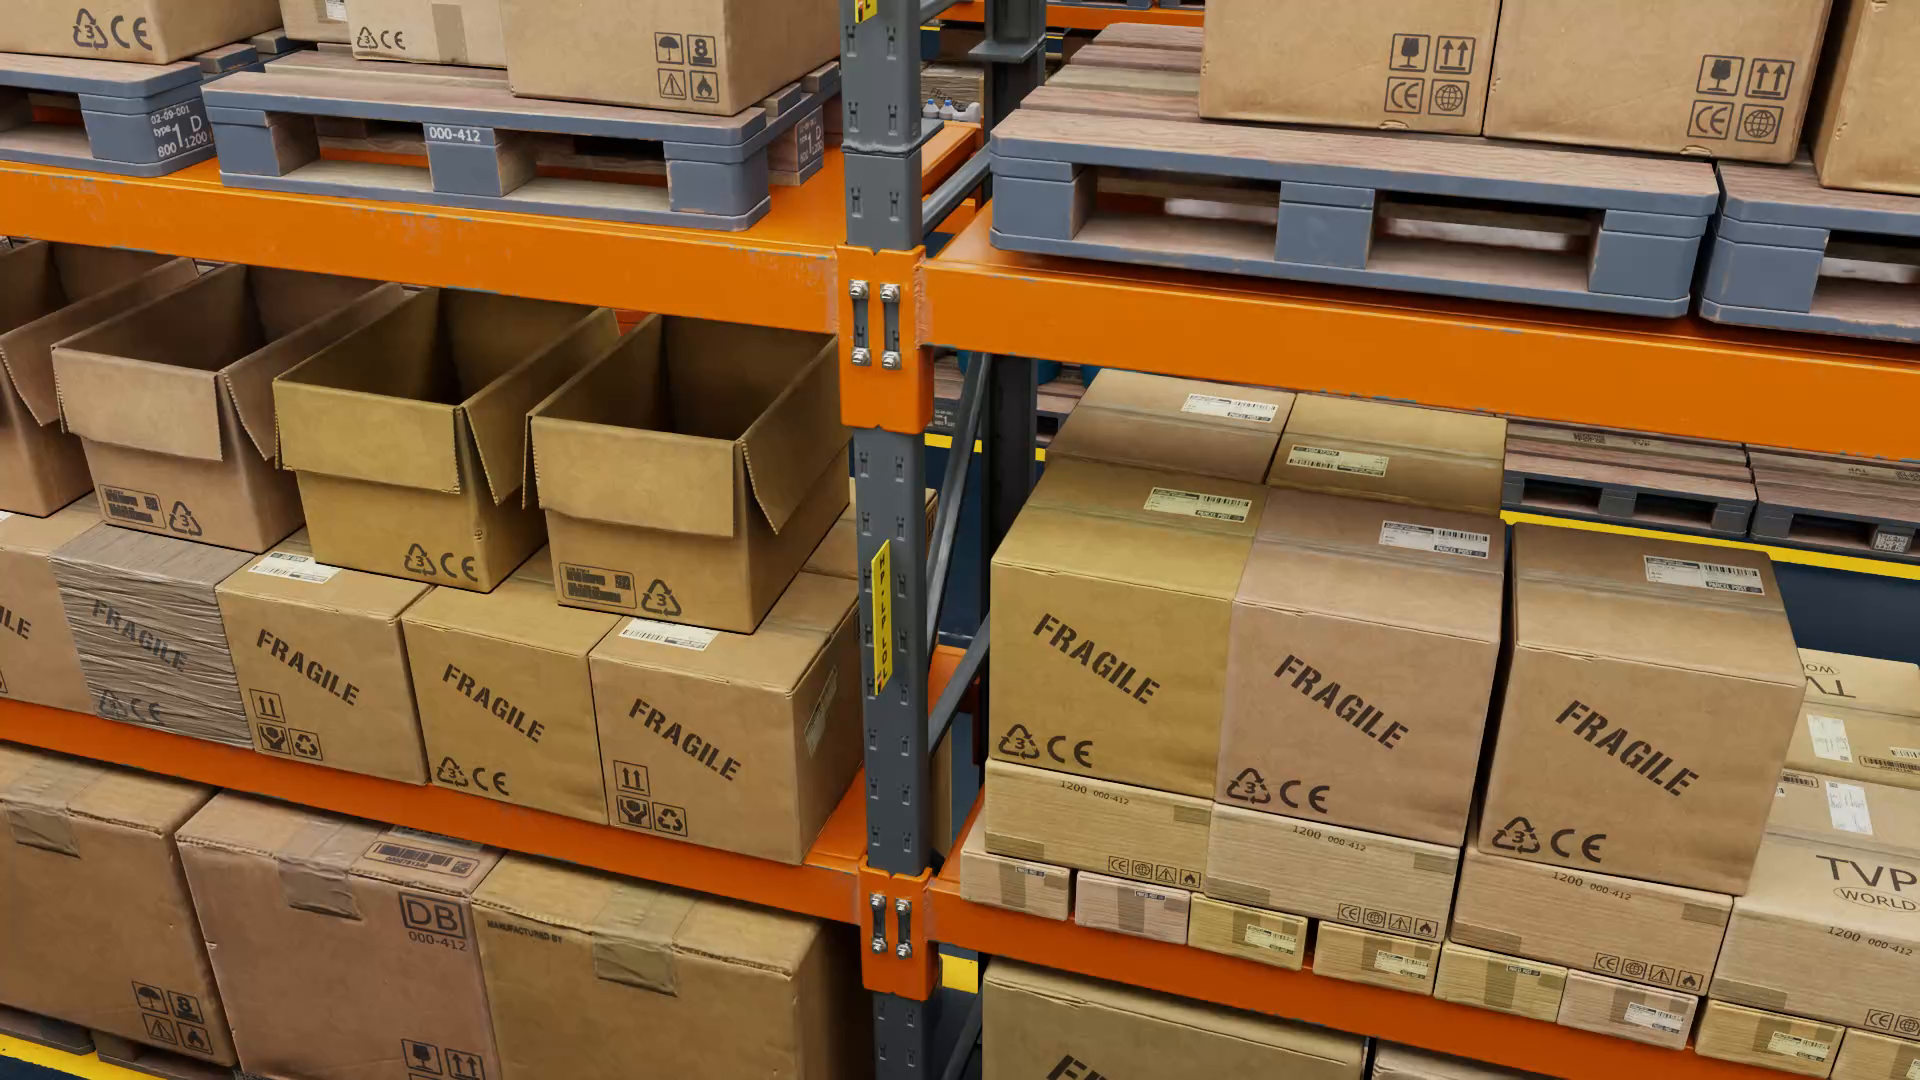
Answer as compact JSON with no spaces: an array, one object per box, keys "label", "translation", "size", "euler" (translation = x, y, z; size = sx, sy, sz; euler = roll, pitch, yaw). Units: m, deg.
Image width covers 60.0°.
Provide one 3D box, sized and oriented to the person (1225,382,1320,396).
[{"label":"person","translation":[1.282,-0.145,6.379],"size":[1.090,1.717,0.569],"euler":[1,29,1]}]
